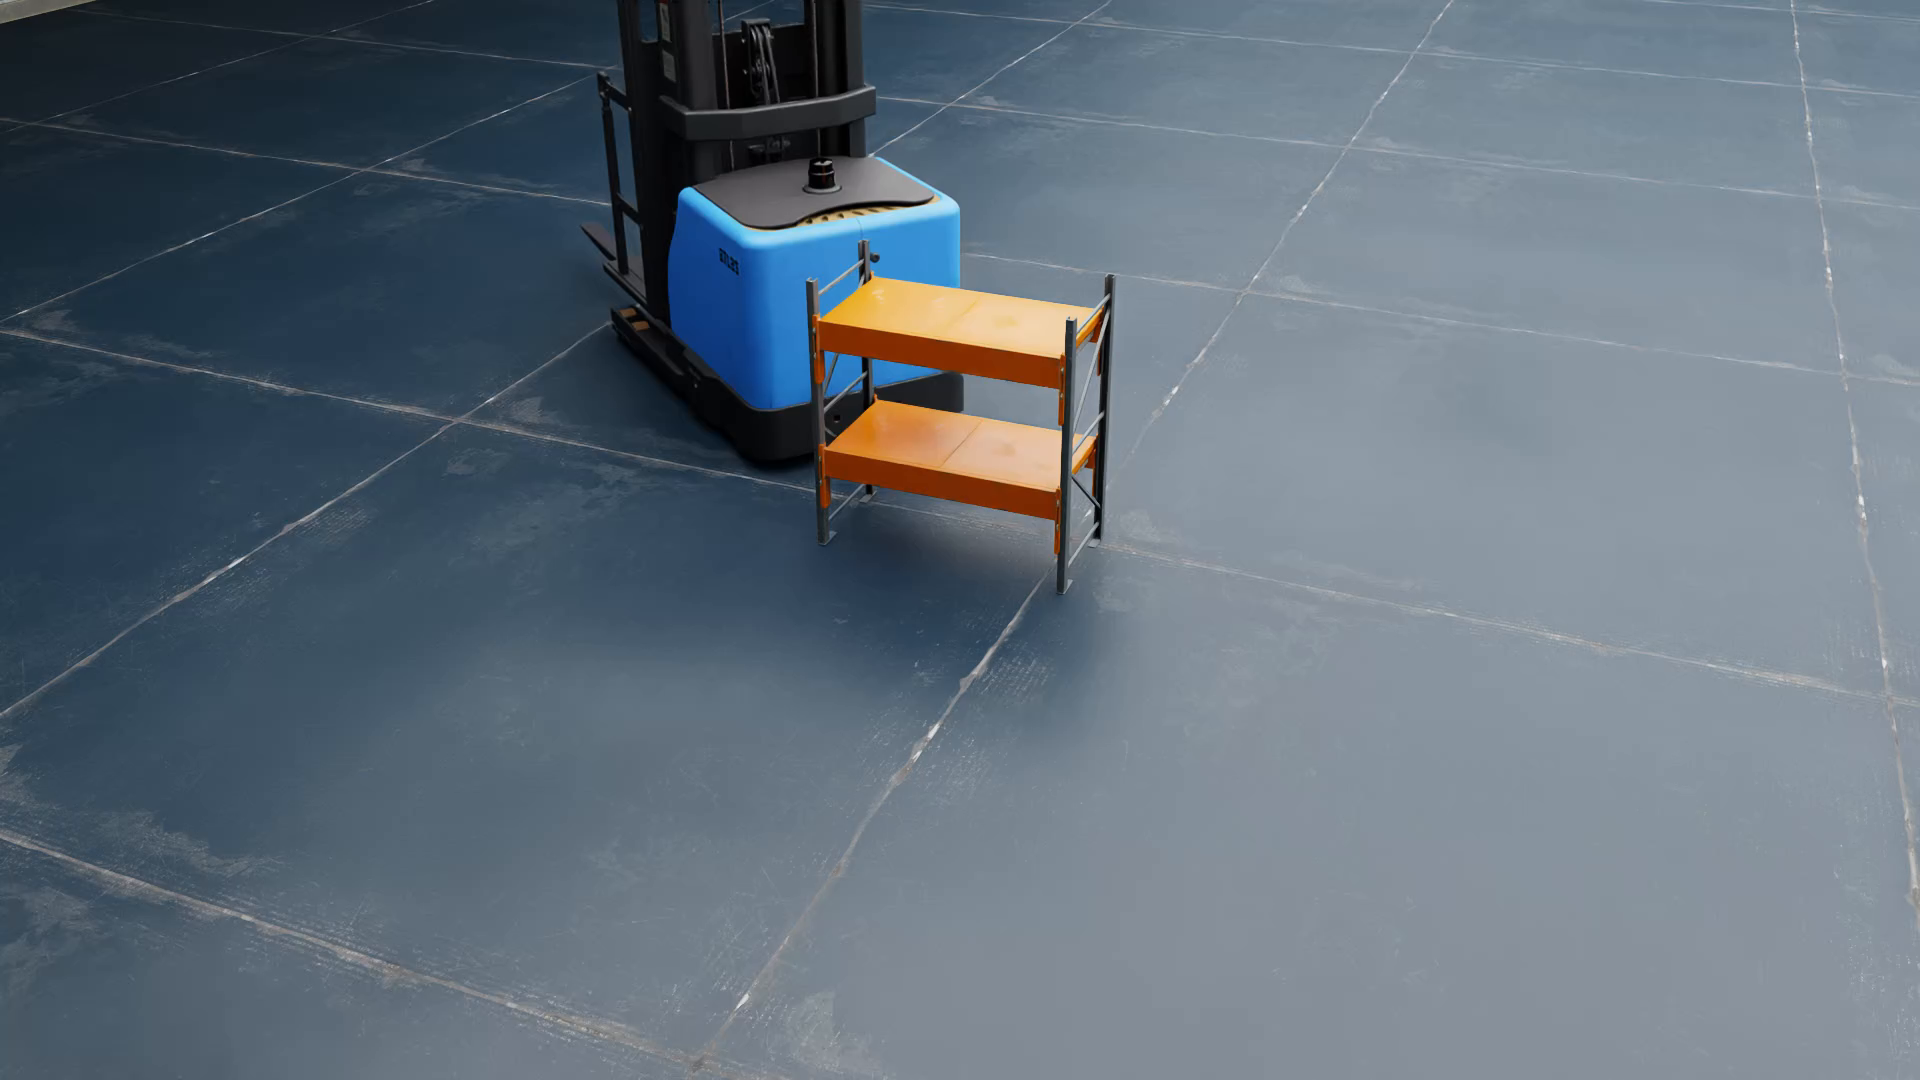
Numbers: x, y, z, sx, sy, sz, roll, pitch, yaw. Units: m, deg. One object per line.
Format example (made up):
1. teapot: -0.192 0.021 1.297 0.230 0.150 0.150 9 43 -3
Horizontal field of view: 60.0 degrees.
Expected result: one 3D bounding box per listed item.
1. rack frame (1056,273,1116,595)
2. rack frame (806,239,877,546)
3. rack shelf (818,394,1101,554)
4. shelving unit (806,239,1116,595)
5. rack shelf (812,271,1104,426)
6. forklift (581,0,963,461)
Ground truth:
1. rack frame: 0.477 -0.394 6.305 0.032 1.125 0.500 11 31 19
2. rack frame: -0.465 -0.582 6.637 0.032 1.125 0.500 11 31 19
3. rack shelf: 0.006 -0.276 6.591 1.000 0.278 0.538 11 31 19
4. shelving unit: 0.006 -0.488 6.471 1.048 1.125 0.538 11 31 19
5. rack shelf: 0.006 -0.743 6.327 1.000 0.278 0.538 11 31 19
6. forklift: -1.137 -2.314 7.866 1.130 2.935 3.031 -15 33 -25
